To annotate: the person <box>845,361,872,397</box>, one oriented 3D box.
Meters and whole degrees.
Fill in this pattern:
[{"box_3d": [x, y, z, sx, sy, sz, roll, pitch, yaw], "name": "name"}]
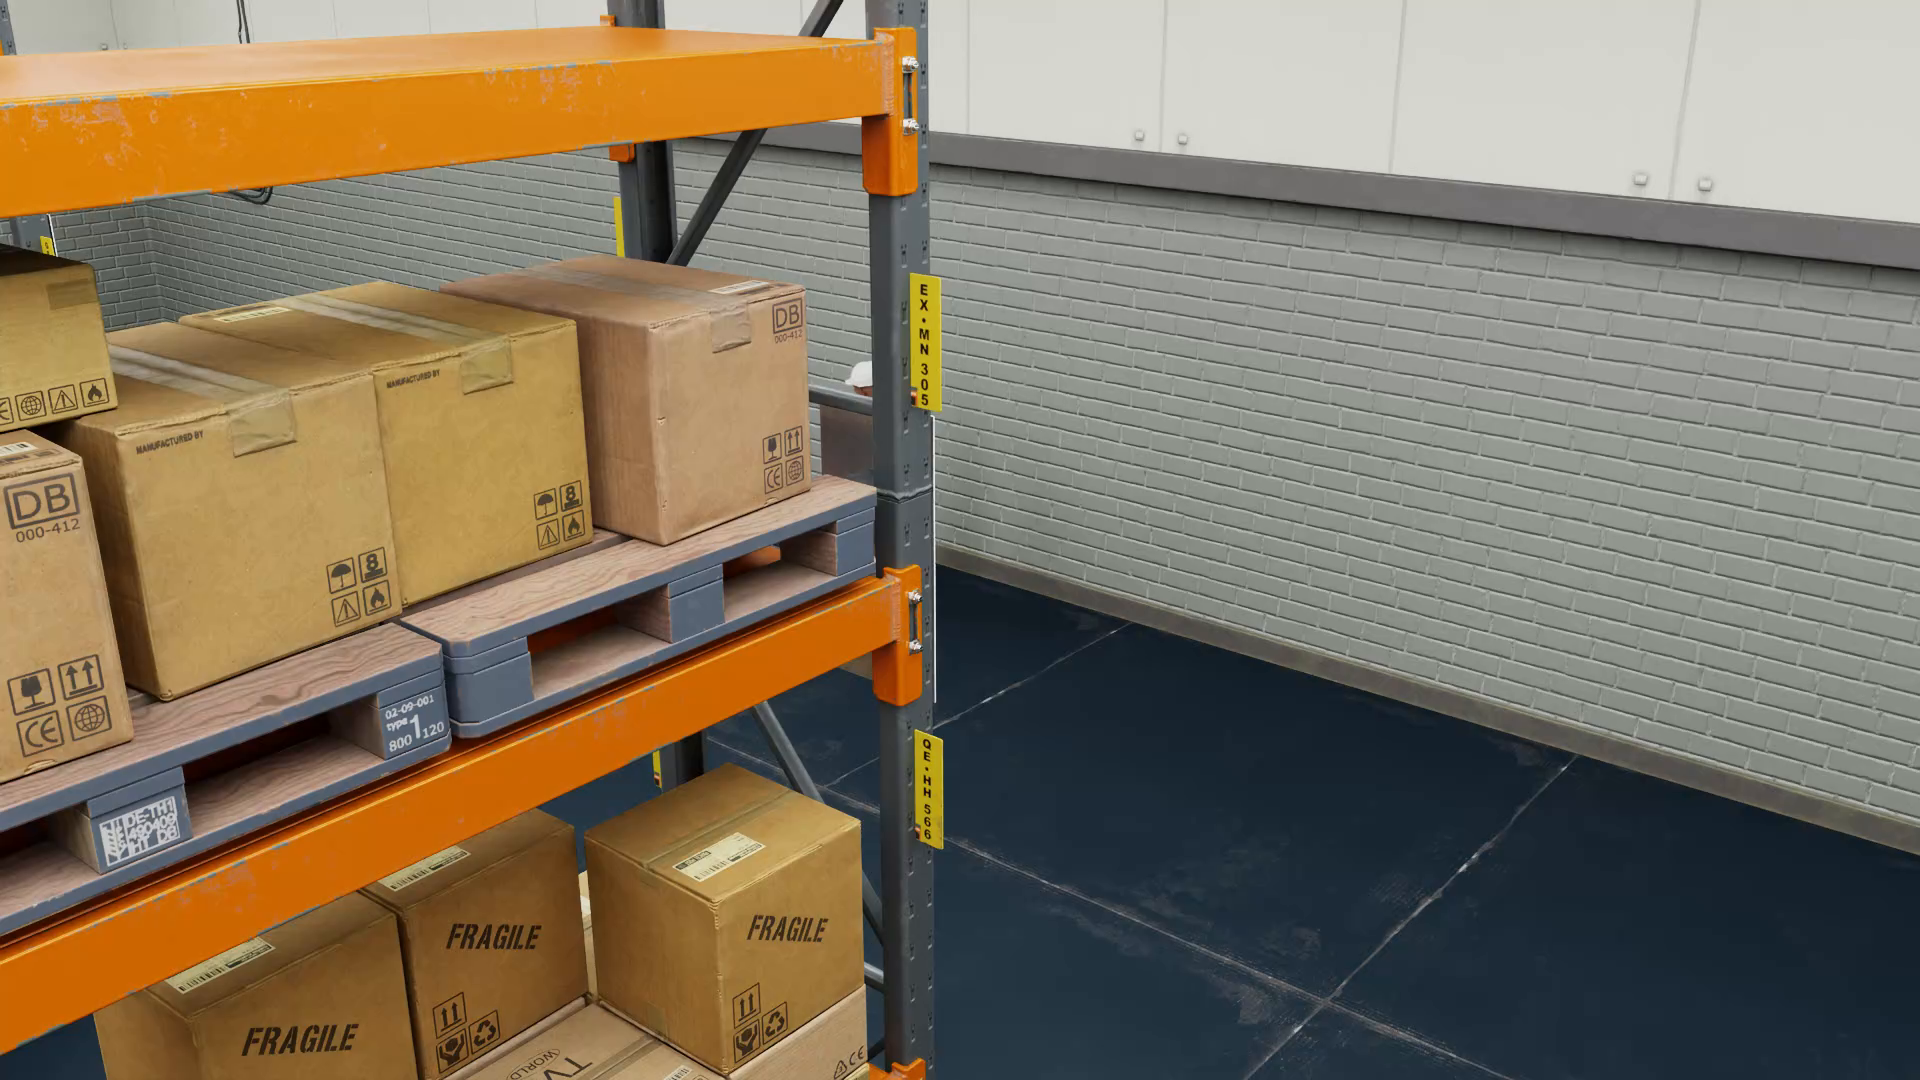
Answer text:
[{"box_3d": [-0.522, -0.310, 10.900, 0.462, 1.759, 0.632, 14, 24, 33], "name": "person"}]
